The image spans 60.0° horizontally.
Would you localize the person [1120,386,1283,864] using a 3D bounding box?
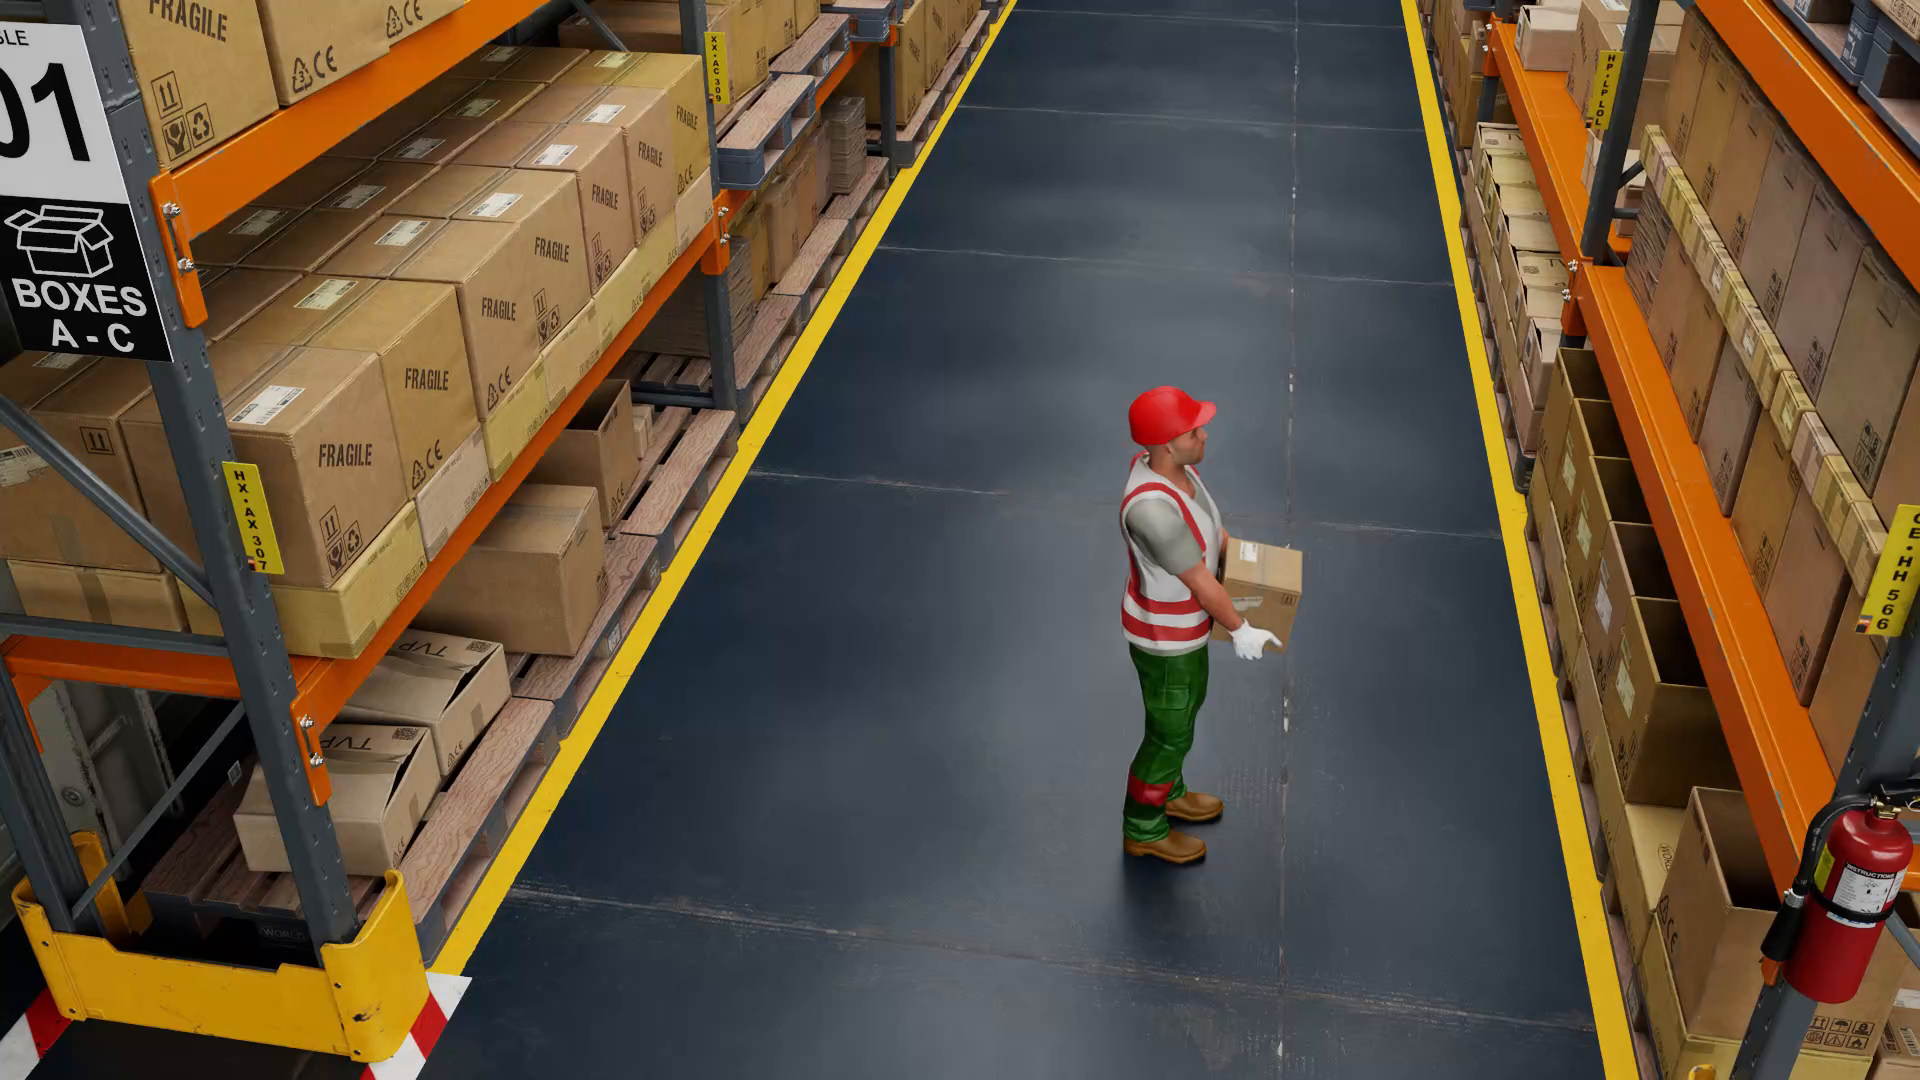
[{"bbox_3d":[0.809,0.300,5.643,0.560,1.782,0.493,6,33,9],"label":"person"}]
